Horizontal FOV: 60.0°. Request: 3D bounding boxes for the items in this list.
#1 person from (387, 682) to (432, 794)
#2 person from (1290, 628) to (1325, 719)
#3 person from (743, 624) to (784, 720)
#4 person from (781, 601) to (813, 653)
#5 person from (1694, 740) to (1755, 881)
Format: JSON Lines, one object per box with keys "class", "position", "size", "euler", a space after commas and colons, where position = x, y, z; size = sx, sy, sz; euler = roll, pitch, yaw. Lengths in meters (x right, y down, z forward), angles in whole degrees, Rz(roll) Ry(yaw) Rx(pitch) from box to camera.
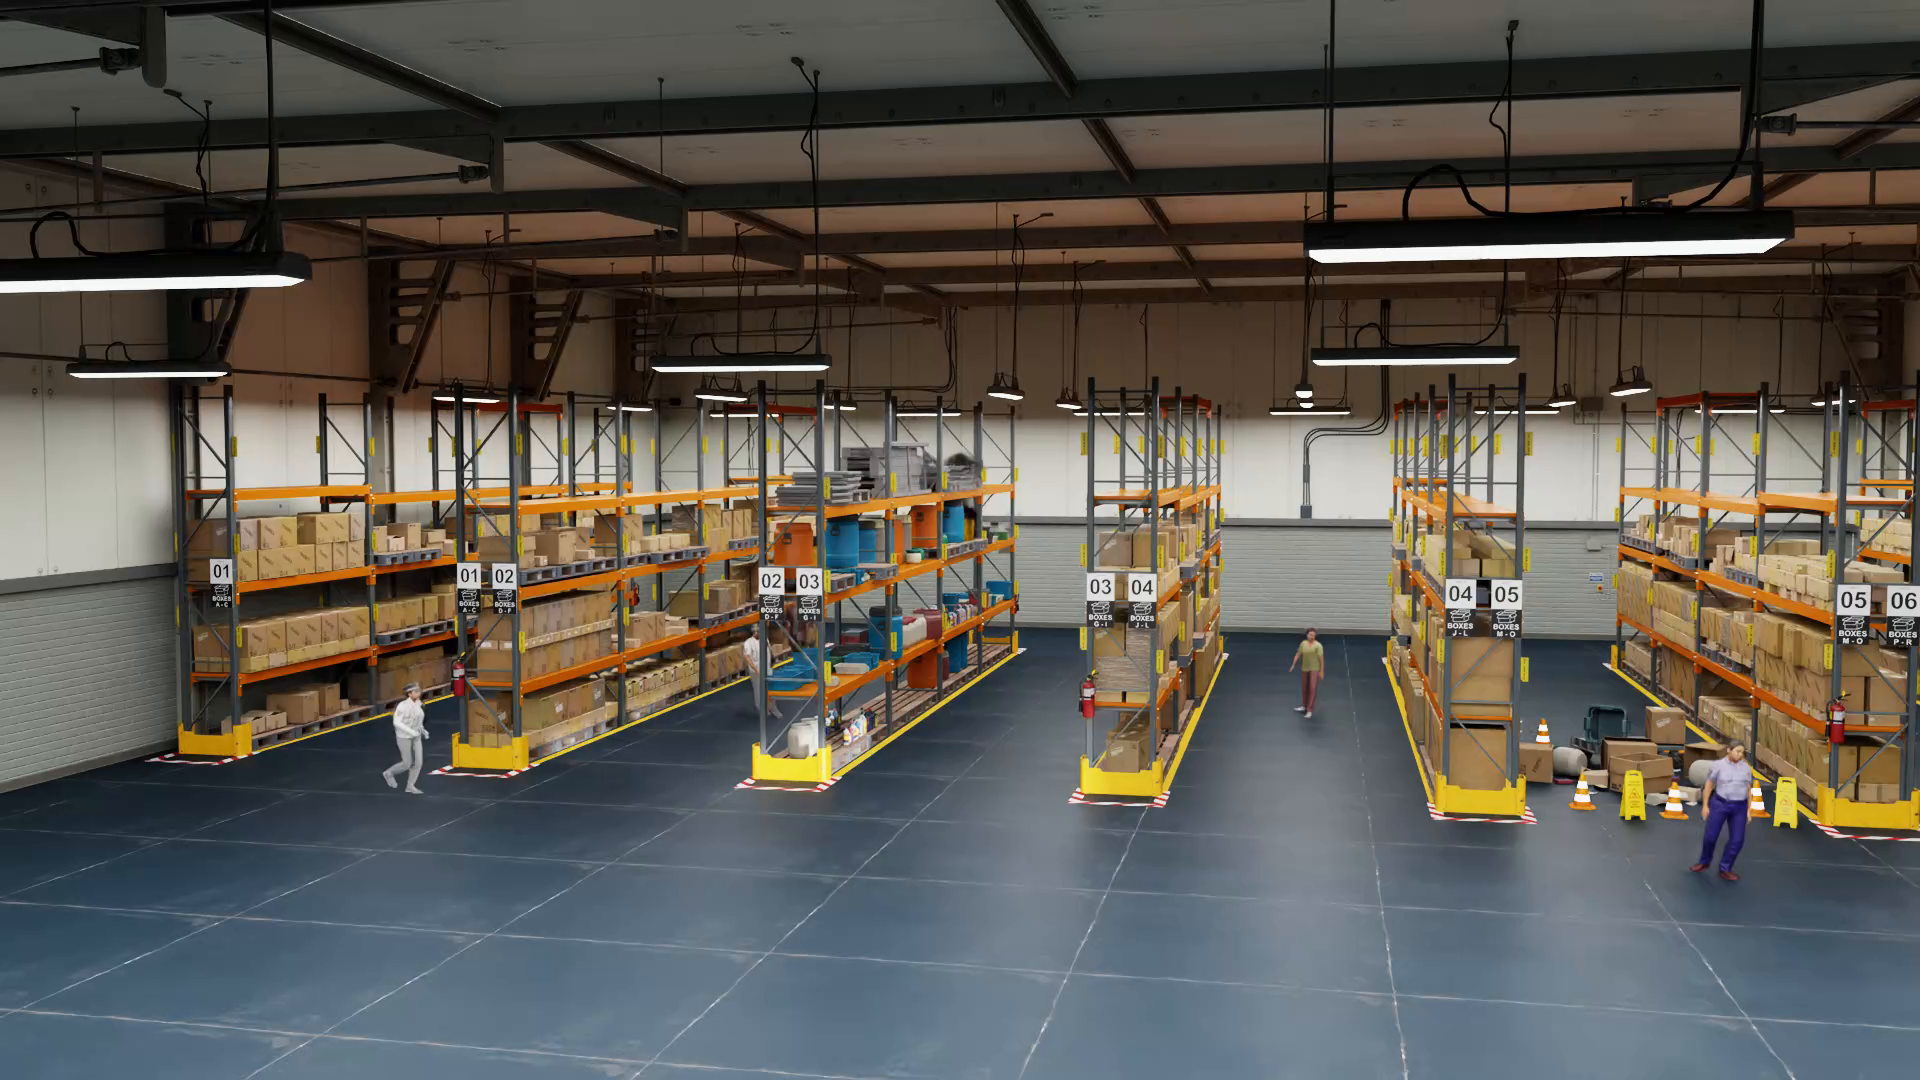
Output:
{"class": "person", "position": [-7.975, 2.853, 24.037], "size": [0.640, 1.636, 0.611], "euler": [2, 4, 26]}
{"class": "person", "position": [6.484, 2.448, 30.977], "size": [0.607, 1.646, 0.812], "euler": [2, 4, 38]}
{"class": "person", "position": [-3.673, 2.419, 30.658], "size": [0.701, 1.783, 0.667], "euler": [-2, 4, -26]}
{"class": "person", "position": [-3.592, 2.087, 36.465], "size": [0.650, 1.801, 0.886], "euler": [1, 3, 13]}
{"class": "person", "position": [8.858, 3.110, 19.224], "size": [0.619, 1.632, 0.457], "euler": [0, 3, -3]}
